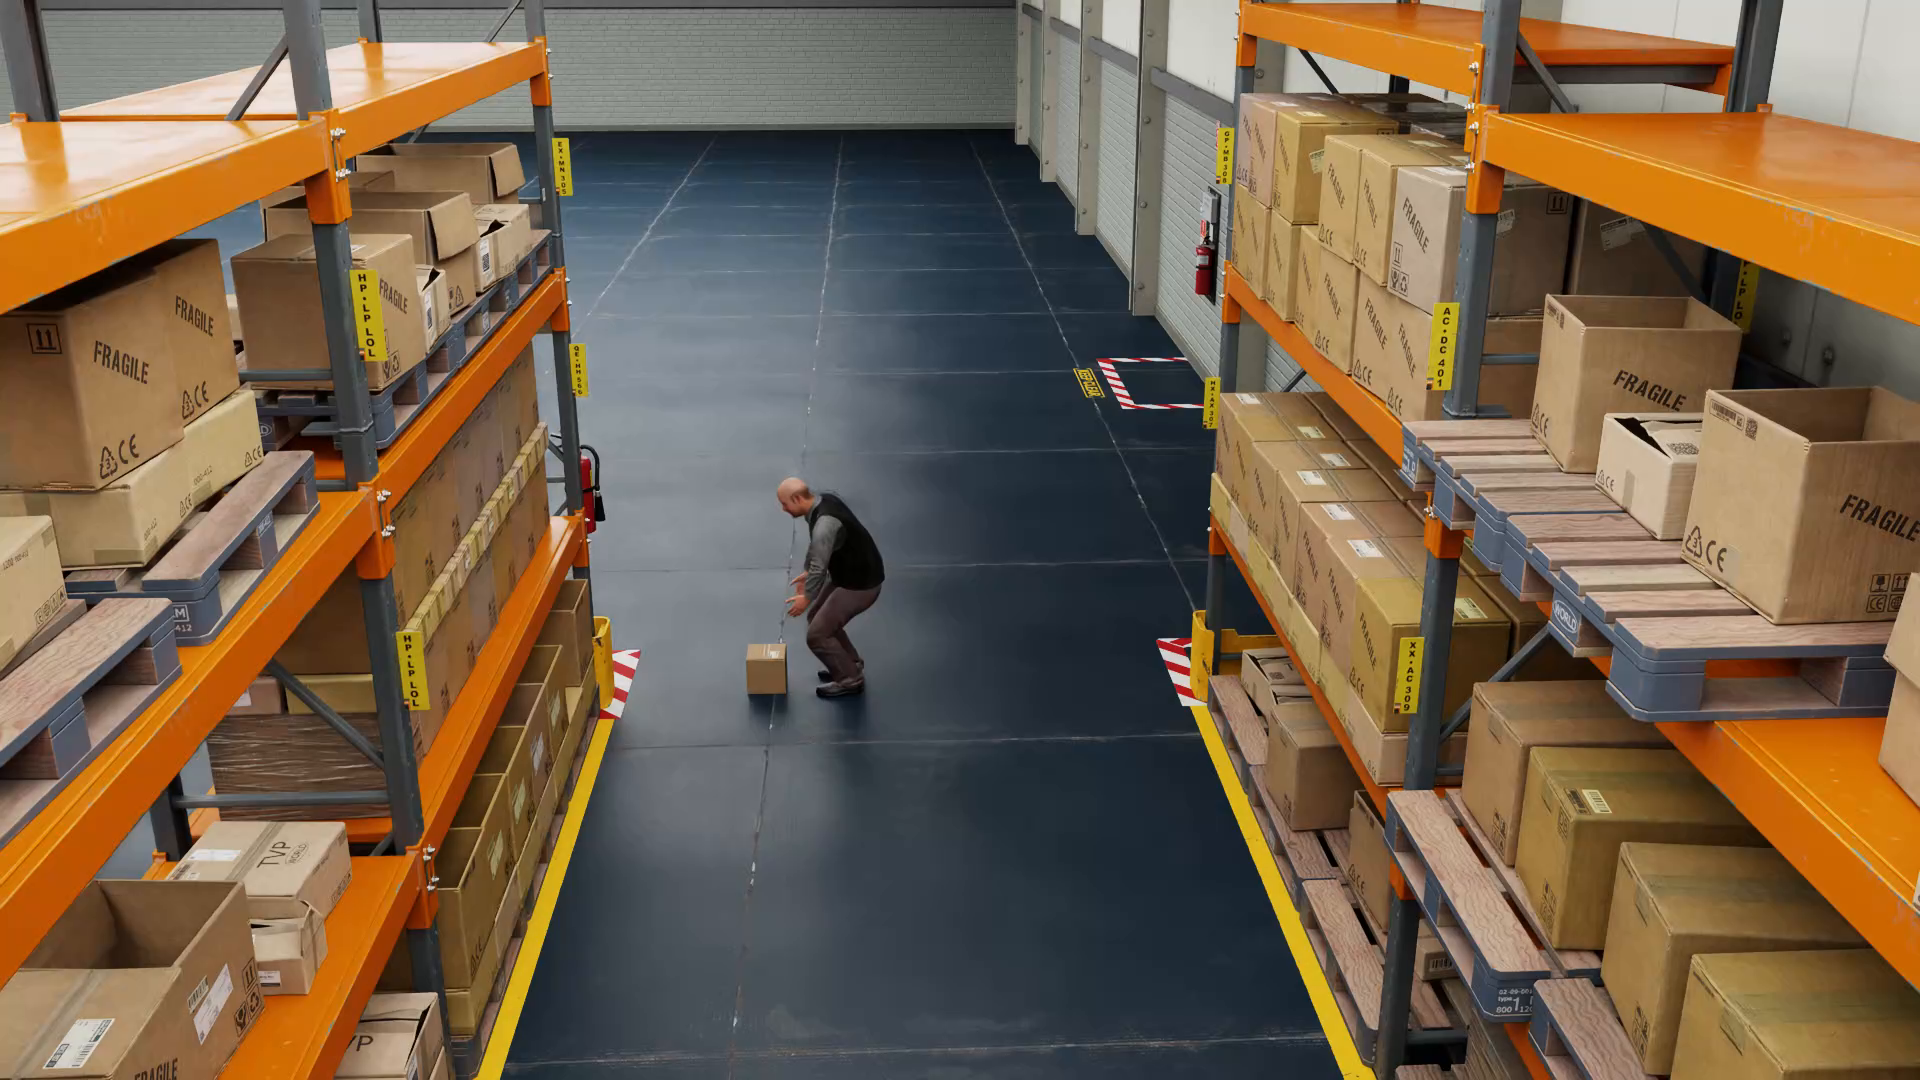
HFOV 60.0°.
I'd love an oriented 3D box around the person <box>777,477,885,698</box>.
[{"bbox_3d":[-0.817,0.292,10.717,0.670,1.455,0.590,-1,20,-3],"label":"person"}]
